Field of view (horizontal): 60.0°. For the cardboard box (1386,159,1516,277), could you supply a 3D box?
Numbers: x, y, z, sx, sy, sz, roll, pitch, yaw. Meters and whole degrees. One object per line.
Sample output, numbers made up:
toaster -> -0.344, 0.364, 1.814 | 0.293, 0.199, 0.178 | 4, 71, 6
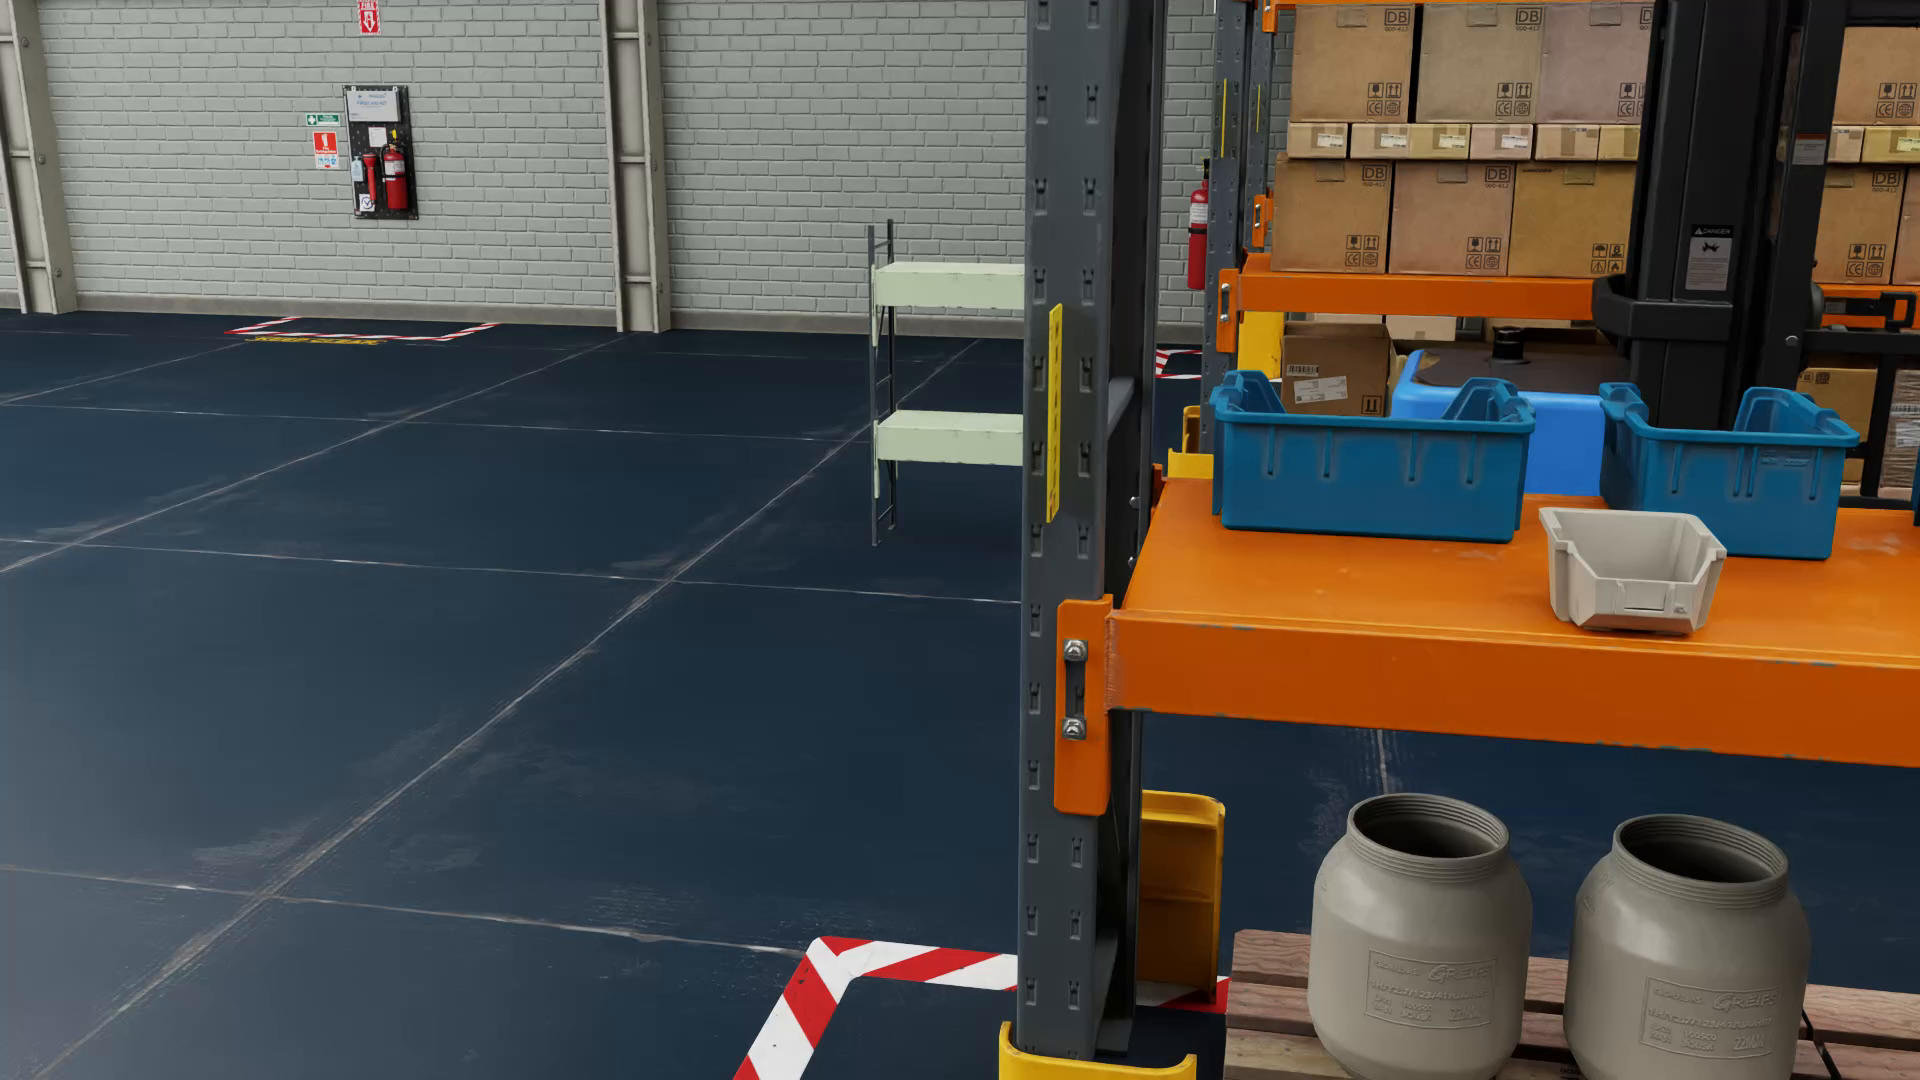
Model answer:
cardboard box -> 2.220, -1.494, 7.577 | 0.500, 0.500, 0.700 | 4, 16, 13

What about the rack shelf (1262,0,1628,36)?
rack shelf -> 4.193, -3.789, 11.779 | 4.000, 0.370, 1.077 | 3, 16, 11

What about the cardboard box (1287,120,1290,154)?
cardboard box -> 1.662, -1.891, 7.795 | 0.250, 0.149, 0.380 | 3, 16, 10

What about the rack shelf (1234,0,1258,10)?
rack shelf -> 3.210, -2.493, 7.100 | 4.000, 0.370, 1.077 | 3, 16, 11

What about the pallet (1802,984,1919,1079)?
pallet -> 2.330, 1.241, 3.116 | 1.213, 0.211, 1.003 | 3, 16, 11

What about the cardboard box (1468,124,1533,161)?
cardboard box -> 2.342, -1.743, 7.262 | 0.250, 0.149, 0.380 | 3, 16, 10

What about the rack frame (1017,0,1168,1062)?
rack frame -> 0.259, -0.205, 3.112 | 0.127, 3.000, 1.000 | 3, 16, 11

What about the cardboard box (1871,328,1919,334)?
cardboard box -> 6.878, -1.556, 11.849 | 0.500, 0.500, 0.700 | 4, 16, 13

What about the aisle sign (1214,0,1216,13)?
aisle sign -> 1.124, -2.676, 7.165 | 0.004, 0.787, 0.394 | 3, 16, 11

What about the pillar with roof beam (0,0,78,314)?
pillar with roof beam -> -9.526, -5.389, 10.588 | 0.400, 9.000, 9.100 | 3, 16, 11

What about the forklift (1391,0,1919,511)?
forklift -> 3.128, -0.929, 5.857 | 3.031, 2.935, 1.130 | 5, 16, 17

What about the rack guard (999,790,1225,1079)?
rack guard -> 0.343, 0.992, 3.475 | 0.348, 0.500, 1.175 | 3, 16, 11

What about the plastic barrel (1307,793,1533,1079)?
plastic barrel -> 0.919, 0.807, 3.334 | 0.421, 0.512, 0.421 | 0, 15, 0

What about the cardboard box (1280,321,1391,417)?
cardboard box -> 1.835, -0.788, 8.178 | 0.500, 0.500, 0.500 | 3, 16, 11

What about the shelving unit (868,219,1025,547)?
shelving unit -> -0.007, -0.723, 7.793 | 0.755, 1.500, 0.431 | 3, 16, 11

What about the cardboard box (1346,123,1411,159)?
cardboard box -> 1.851, -1.770, 7.362 | 0.250, 0.149, 0.380 | 3, 16, 10

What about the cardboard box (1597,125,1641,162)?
cardboard box -> 2.854, -1.716, 7.165 | 0.250, 0.149, 0.380 | 3, 16, 10

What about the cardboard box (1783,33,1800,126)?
cardboard box -> 3.258, -2.063, 7.202 | 0.500, 0.500, 0.700 | 3, 16, 11

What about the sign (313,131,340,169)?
sign -> -5.723, -3.520, 15.012 | 0.234, 0.329, 0.001 | 3, 16, 11

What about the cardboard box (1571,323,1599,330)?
cardboard box -> 4.590, -1.512, 12.347 | 0.250, 0.149, 0.380 | 2, 16, 7

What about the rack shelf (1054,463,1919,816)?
rack shelf -> 2.219, 0.248, 2.824 | 4.000, 0.370, 1.077 | 3, 16, 11

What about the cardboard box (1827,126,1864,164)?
cardboard box -> 3.616, -1.675, 7.016 | 0.250, 0.149, 0.380 | 4, 16, 13

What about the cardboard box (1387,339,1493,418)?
cardboard box -> 2.221, -0.626, 7.592 | 0.500, 0.500, 0.500 | 3, 16, 11

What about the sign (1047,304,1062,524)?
sign -> 0.145, -0.194, 2.556 | 0.005, 0.325, 0.100 | 3, 16, 11

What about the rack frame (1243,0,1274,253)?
rack frame -> 2.233, -2.796, 12.468 | 0.127, 3.000, 1.000 | 3, 16, 11

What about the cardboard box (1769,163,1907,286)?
cardboard box -> 3.724, -1.412, 7.282 | 0.500, 0.500, 0.700 | 3, 16, 12

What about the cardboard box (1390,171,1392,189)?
cardboard box -> 3.160, -2.601, 12.005 | 0.500, 0.250, 0.500 | 3, 16, 9

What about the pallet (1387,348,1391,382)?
pallet -> 3.097, -1.396, 12.636 | 1.213, 0.211, 1.003 | 3, 16, 11

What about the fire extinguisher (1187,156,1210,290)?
fire extinguisher -> 1.226, -1.591, 8.261 | 0.183, 0.674, 0.296 | 3, 16, 11

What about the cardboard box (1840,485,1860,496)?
cardboard box -> 3.691, -0.184, 7.402 | 0.500, 0.250, 0.500 | 3, 16, 11

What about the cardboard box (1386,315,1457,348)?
cardboard box -> 3.452, -1.622, 12.441 | 0.500, 0.311, 0.500 | 4, 16, 16

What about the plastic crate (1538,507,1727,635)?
plastic crate -> 1.072, 0.054, 2.671 | 0.250, 0.136, 0.298 | 3, 16, 11

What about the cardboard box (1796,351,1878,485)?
cardboard box -> 3.693, -0.549, 7.314 | 0.500, 0.500, 0.500 | 3, 16, 11

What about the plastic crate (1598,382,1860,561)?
plastic crate -> 1.444, -0.149, 3.188 | 0.408, 0.251, 0.499 | 3, 16, 11

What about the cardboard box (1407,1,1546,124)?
cardboard box -> 2.273, -2.116, 7.395 | 0.500, 0.500, 0.700 | 3, 16, 10

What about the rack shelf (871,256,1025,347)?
rack shelf -> -0.007, -1.099, 7.689 | 0.720, 0.370, 0.431 | 3, 16, 11

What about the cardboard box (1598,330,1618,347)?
cardboard box -> 3.307, -0.712, 7.902 | 0.500, 0.500, 0.500 | 3, 16, 11

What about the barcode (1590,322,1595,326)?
barcode -> 4.744, -1.595, 12.440 | 0.075, 0.075, 0.001 | 3, 16, 11

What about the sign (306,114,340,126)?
sign -> -5.721, -3.772, 14.932 | 0.331, 0.109, 0.001 | 3, 16, 11
